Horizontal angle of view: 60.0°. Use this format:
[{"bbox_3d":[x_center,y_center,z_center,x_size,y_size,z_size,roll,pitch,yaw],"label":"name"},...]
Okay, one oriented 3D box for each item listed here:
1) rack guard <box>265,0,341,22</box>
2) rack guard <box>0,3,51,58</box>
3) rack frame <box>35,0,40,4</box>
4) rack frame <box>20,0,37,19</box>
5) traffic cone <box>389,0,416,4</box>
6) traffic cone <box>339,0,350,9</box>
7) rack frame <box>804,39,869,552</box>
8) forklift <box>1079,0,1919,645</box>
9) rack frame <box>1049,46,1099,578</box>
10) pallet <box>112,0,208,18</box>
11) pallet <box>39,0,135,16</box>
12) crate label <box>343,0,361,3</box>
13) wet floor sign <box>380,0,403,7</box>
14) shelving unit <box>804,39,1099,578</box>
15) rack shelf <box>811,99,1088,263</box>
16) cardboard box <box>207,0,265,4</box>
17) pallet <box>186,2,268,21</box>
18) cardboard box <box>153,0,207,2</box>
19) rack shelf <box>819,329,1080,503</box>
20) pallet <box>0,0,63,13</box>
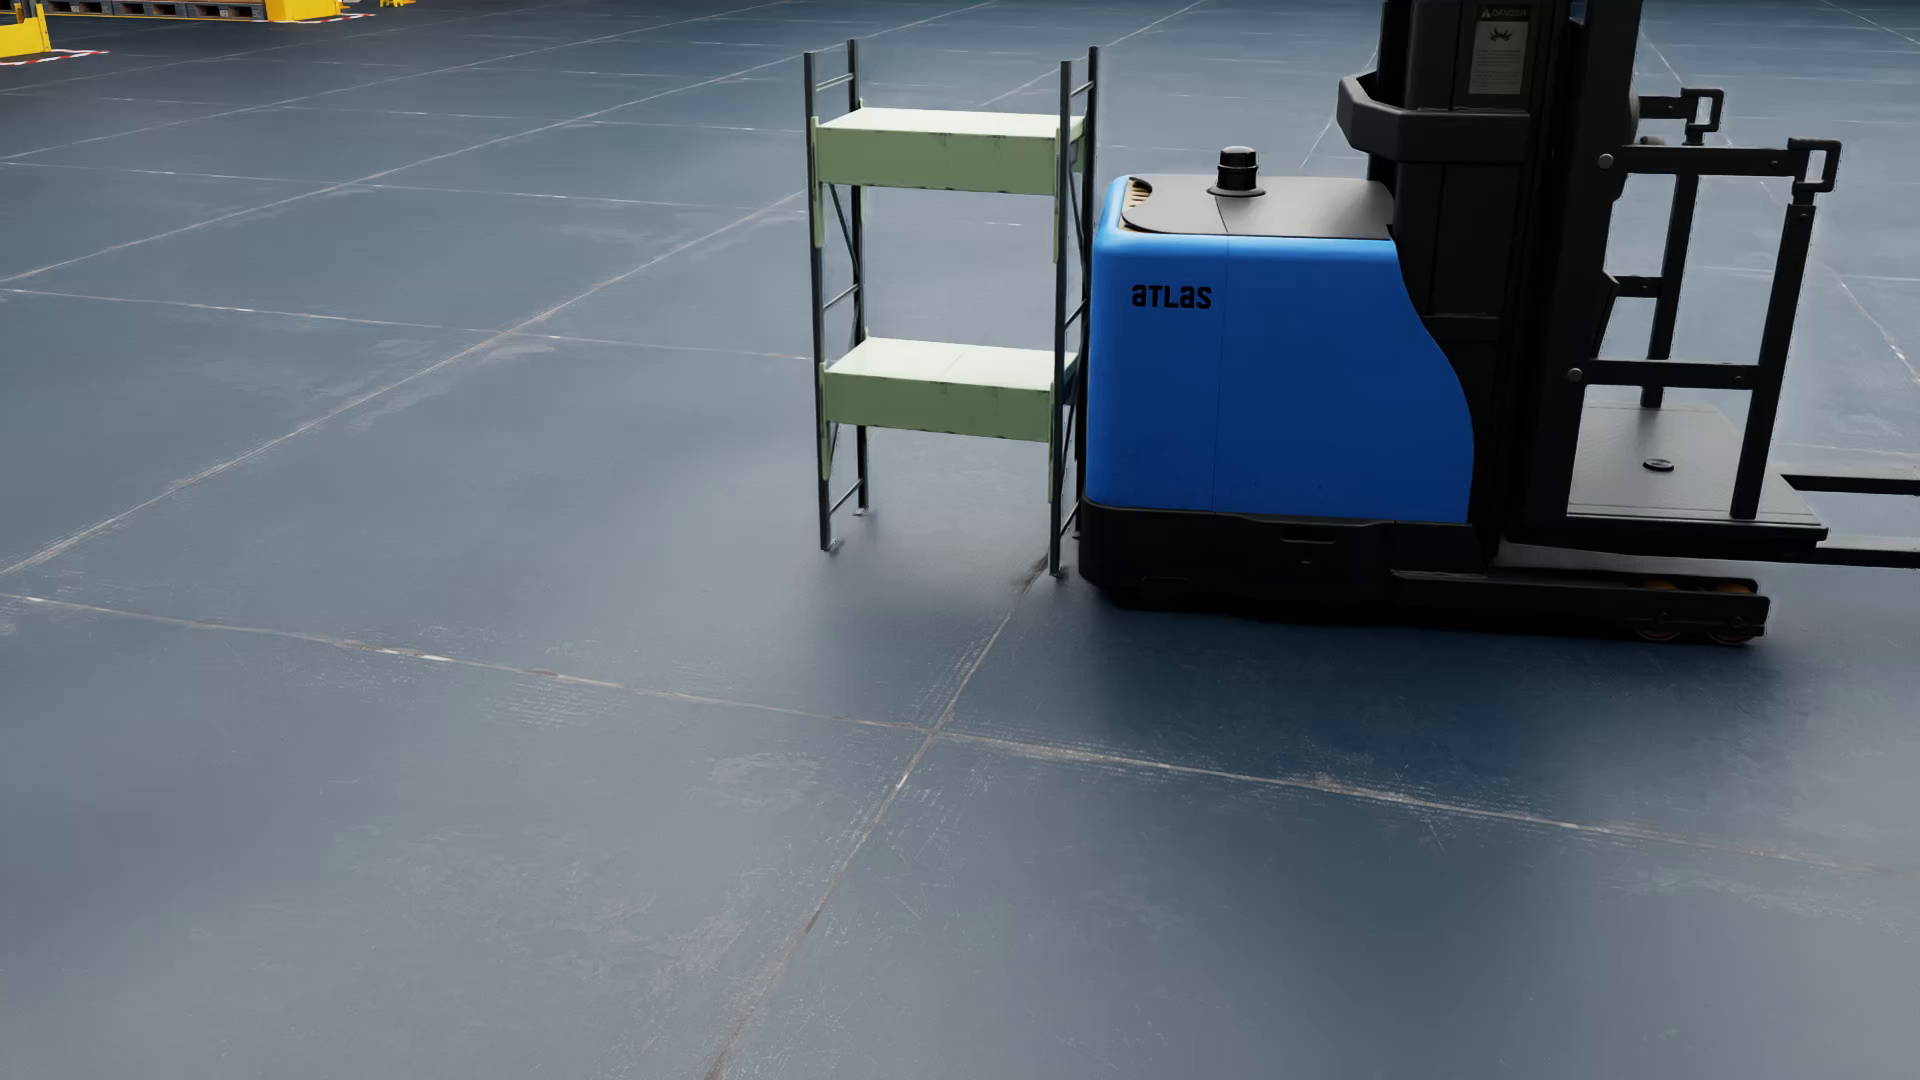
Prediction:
[{"bbox_3d":[-8.870,-7.306,22.422,0.348,0.500,1.175,7,23,16],"label":"rack guard"},{"bbox_3d":[-10.495,-5.526,18.083,0.348,0.500,1.175,7,23,16],"label":"rack guard"},{"bbox_3d":[-12.722,-8.904,23.023,0.127,3.000,1.000,7,23,16],"label":"rack frame"},{"bbox_3d":[-10.422,-6.674,17.588,0.127,3.000,1.000,7,23,16],"label":"rack frame"},{"bbox_3d":[-8.339,-8.239,24.745,0.334,0.463,0.336,7,23,16],"label":"traffic cone"},{"bbox_3d":[-8.991,-7.865,23.835,0.334,0.463,0.336,7,23,16],"label":"traffic cone"},{"bbox_3d":[-0.370,-0.731,5.077,0.023,1.500,0.400,6,23,15],"label":"rack frame"},{"bbox_3d":[1.904,-1.282,4.534,3.031,2.935,1.130,3,22,7],"label":"forklift"},{"bbox_3d":[0.334,-0.655,4.891,0.023,1.500,0.400,6,23,15],"label":"rack frame"},{"bbox_3d":[-10.845,-7.369,22.956,1.213,0.211,1.003,7,23,15],"label":"pallet"},{"bbox_3d":[-12.017,-7.502,23.280,1.213,0.211,1.003,7,23,15],"label":"pallet"},{"bbox_3d":[-9.109,-8.152,24.962,0.298,0.136,0.250,-5,23,-12],"label":"crate label"},{"bbox_3d":[-8.293,-8.092,24.147,0.232,0.644,0.267,3,22,6],"label":"wet floor sign"},{"bbox_3d":[-0.018,-0.693,4.984,0.755,1.500,0.431,6,23,15],"label":"shelving unit"},{"bbox_3d":[-0.018,-1.054,4.836,0.720,0.370,0.431,6,23,15],"label":"rack shelf"},{"bbox_3d":[-9.561,-7.727,22.400,0.875,0.875,0.875,7,23,16],"label":"cardboard box"},{"bbox_3d":[-9.681,-7.234,22.628,1.213,0.211,1.003,7,23,15],"label":"pallet"},{"bbox_3d":[-10.404,-7.822,22.634,0.875,0.875,0.875,6,23,15],"label":"cardboard box"},{"bbox_3d":[-0.018,-0.392,5.108,0.720,0.370,0.431,6,23,15],"label":"rack shelf"},{"bbox_3d":[-13.483,-7.671,23.692,1.213,0.211,1.003,7,23,16],"label":"pallet"}]
